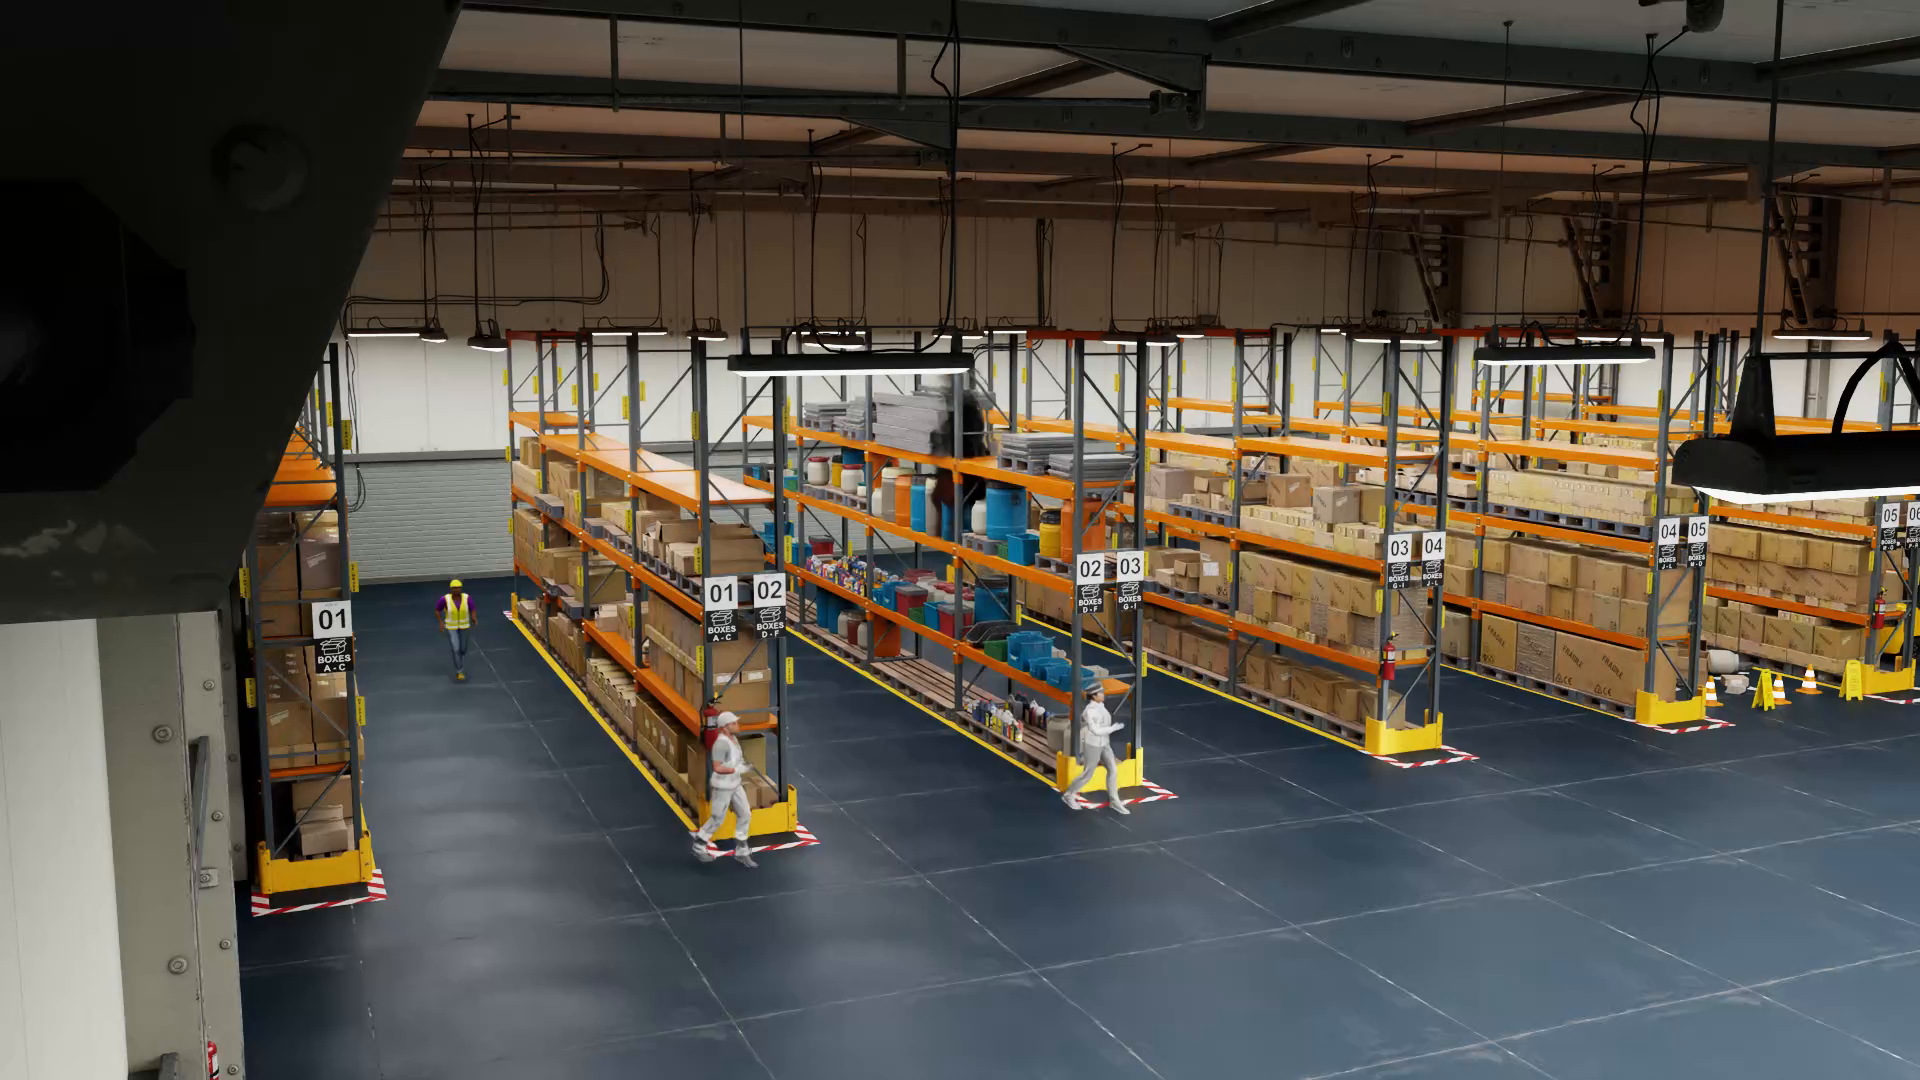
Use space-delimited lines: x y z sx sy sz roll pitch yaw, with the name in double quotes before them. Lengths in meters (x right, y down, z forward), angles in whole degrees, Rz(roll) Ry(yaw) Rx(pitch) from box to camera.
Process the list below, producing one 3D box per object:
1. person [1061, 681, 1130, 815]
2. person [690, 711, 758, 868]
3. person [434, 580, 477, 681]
"person" 1.722 2.628 21.039 0.854 1.719 0.607 3 8 21
"person" -2.710 2.870 19.058 0.783 1.845 0.650 2 8 15
"person" -8.810 1.535 29.061 0.675 1.743 0.845 -4 9 -28
